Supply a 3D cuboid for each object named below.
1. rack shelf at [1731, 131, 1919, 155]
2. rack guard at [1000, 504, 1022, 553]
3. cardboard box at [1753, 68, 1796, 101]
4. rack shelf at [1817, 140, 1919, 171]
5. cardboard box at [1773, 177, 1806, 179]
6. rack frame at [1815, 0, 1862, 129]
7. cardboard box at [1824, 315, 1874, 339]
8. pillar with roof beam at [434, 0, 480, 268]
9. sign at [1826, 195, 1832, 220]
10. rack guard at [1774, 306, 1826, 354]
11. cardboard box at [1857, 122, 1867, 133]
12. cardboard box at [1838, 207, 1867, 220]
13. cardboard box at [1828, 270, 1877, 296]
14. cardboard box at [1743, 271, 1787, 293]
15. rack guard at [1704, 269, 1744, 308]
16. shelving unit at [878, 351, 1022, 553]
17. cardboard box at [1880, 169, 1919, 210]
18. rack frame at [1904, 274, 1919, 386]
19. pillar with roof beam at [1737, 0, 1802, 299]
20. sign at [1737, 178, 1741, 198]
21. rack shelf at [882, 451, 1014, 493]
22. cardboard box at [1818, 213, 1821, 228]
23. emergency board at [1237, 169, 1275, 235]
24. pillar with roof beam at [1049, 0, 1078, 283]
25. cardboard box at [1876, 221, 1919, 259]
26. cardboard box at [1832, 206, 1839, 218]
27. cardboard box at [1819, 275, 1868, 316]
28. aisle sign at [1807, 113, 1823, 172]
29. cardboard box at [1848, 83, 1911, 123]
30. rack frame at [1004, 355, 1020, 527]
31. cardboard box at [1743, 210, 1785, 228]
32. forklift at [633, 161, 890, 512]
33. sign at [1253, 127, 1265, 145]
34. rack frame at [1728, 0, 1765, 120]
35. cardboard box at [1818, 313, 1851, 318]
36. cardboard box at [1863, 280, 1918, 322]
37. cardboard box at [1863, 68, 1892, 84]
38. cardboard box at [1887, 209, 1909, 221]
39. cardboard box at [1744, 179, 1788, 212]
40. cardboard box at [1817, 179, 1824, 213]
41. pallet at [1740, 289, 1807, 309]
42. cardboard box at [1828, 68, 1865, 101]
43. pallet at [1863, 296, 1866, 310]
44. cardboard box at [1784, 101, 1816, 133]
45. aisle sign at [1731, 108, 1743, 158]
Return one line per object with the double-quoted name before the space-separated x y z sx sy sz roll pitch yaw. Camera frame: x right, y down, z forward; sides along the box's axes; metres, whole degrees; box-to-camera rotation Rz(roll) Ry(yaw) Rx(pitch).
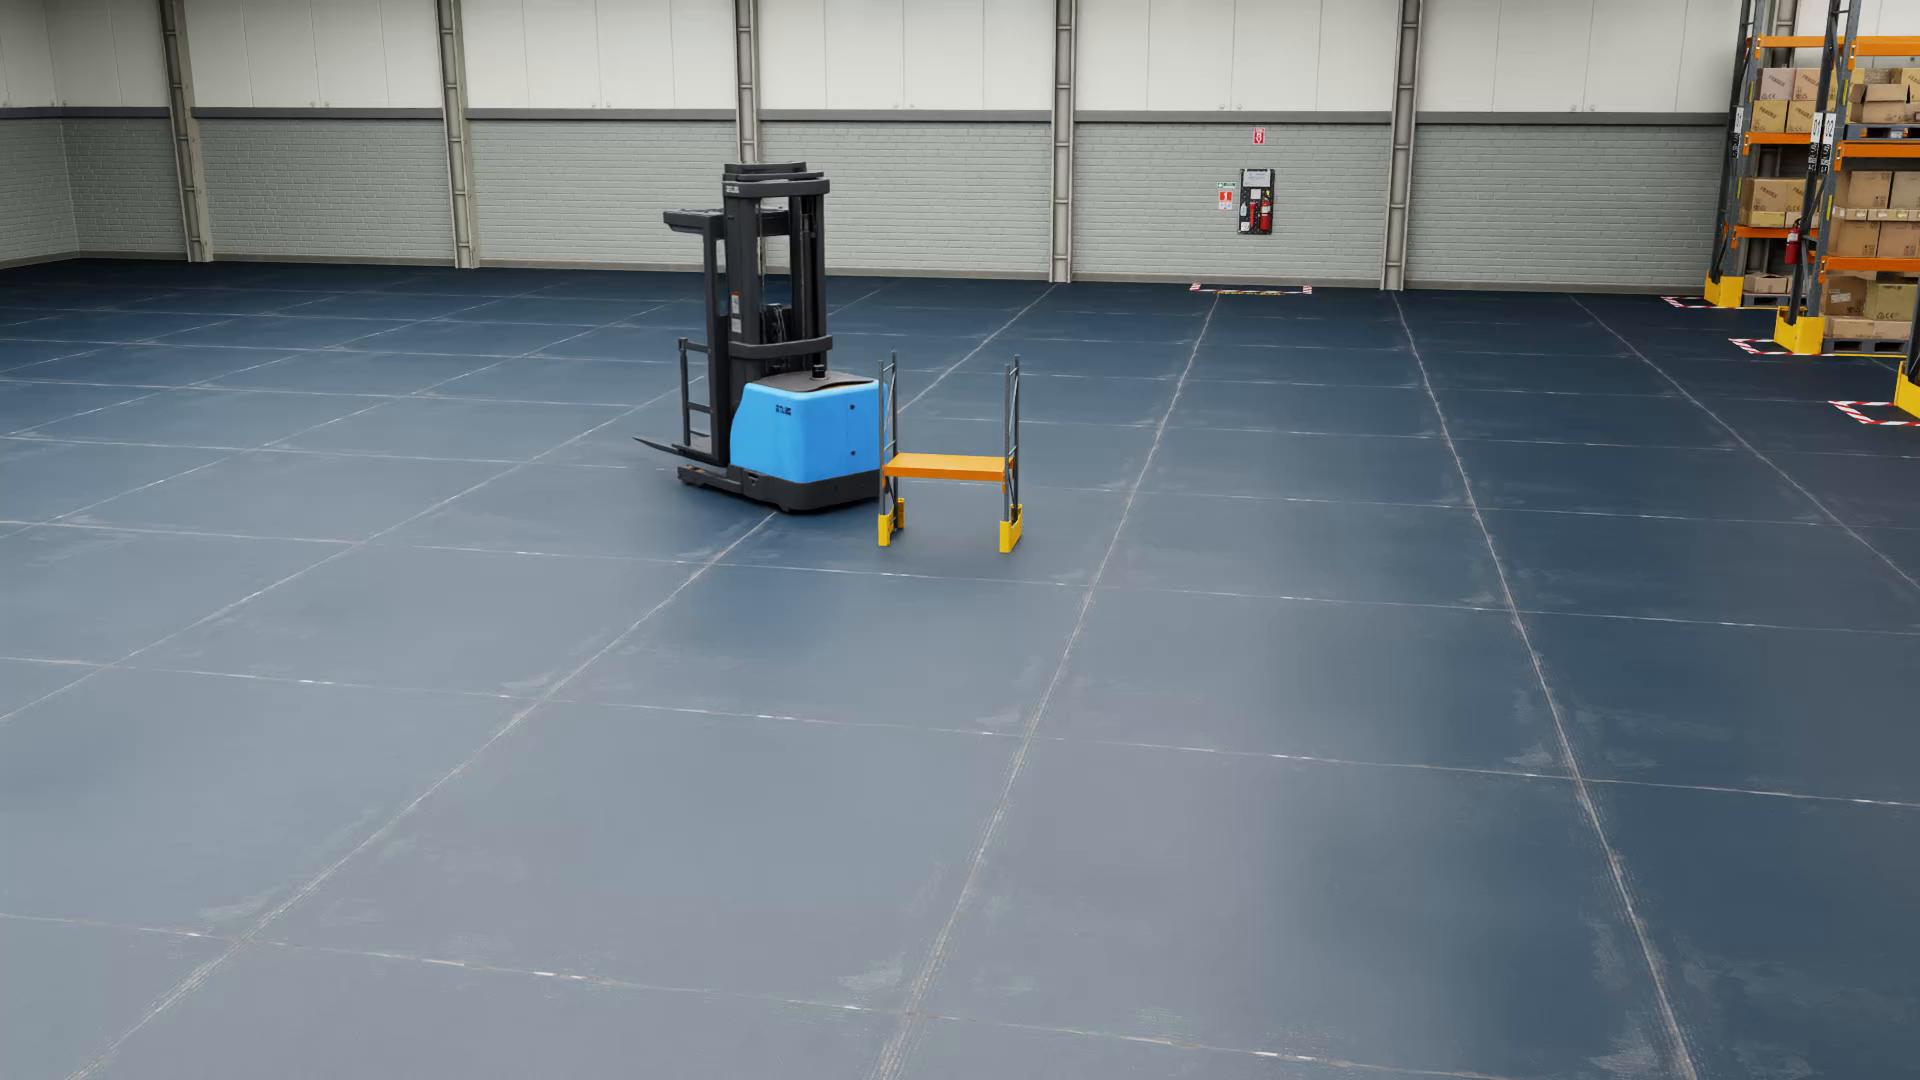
"rack shelf" 14.745 -6.445 26.996 4.000 0.370 1.077 3 16 11
"rack guard" 0.413 -0.098 13.507 0.087 0.250 0.587 3 16 11
"cardboard box" 13.115 -7.353 26.831 0.500 0.500 0.500 2 16 7
"rack shelf" 13.762 -5.149 22.317 4.000 0.370 1.077 3 16 11
"cardboard box" 13.781 -5.752 27.606 0.500 0.500 0.500 3 16 12
"rack frame" 11.802 -7.047 22.205 0.127 3.000 1.000 3 16 11
"cardboard box" 12.283 -2.947 23.004 0.500 0.250 0.500 3 16 11
"pillar with roof beam" -10.733 -8.683 28.110 0.400 9.000 9.100 3 16 11
"sign" 11.685 -4.467 22.357 0.005 0.325 0.100 3 16 11
"rack guard" 11.778 -2.953 23.344 0.348 0.500 1.175 3 16 11
"cardboard box" 14.621 -6.785 26.652 0.500 0.500 0.500 4 16 15
"cardboard box" 12.144 -4.440 22.627 0.250 0.149 0.380 3 16 11
"cardboard box" 14.713 -4.317 27.444 0.500 0.500 0.700 2 16 8
"cardboard box" 13.445 -4.308 27.767 0.500 0.311 0.500 1 16 5
"rack guard" 12.860 -4.243 28.004 0.348 0.500 1.175 3 16 11
"shelving unit" -0.075 -0.727 13.435 1.083 1.500 0.587 3 16 11
"cardboard box" 12.825 -4.772 22.611 0.500 0.500 0.700 3 16 10
"rack frame" 10.811 -2.861 18.329 0.127 3.000 1.000 3 16 11
"pillar with roof beam" 12.786 -7.406 23.501 0.400 9.000 9.100 3 16 11
"sign" 12.677 -5.727 27.057 0.005 0.325 0.100 3 16 11
"rack shelf" -0.084 -0.554 13.485 1.000 0.185 0.538 3 16 11
"cardboard box" 14.210 -5.228 27.119 0.500 0.250 0.500 3 16 10
"emergency board" 5.350 -6.102 30.030 0.643 1.169 0.194 3 16 11
"pillar with roof beam" 1.027 -8.045 25.805 0.400 9.000 9.100 3 16 11
"cardboard box" 12.772 -4.149 22.794 0.500 0.500 0.700 4 16 13
"cardboard box" 12.214 -4.546 23.012 0.250 0.149 0.380 3 16 10
"cardboard box" 12.387 -3.444 23.395 0.500 0.500 0.500 3 16 11
"aisle sign" 11.796 -5.489 22.949 0.004 0.787 0.394 3 16 11
"cardboard box" 12.364 -5.890 22.402 0.637 0.503 0.797 4 16 15
"rack frame" 0.415 -0.700 13.340 0.032 1.500 0.500 3 16 11
"cardboard box" 13.200 -5.280 27.308 0.500 0.250 0.500 3 16 9
"forklift" -1.985 -1.979 15.275 1.130 2.935 3.031 -14 20 -40
"sign" 5.362 -7.245 29.816 0.199 0.298 0.001 3 16 11
"rack frame" 12.785 -8.343 26.884 0.127 3.000 1.000 3 16 11
"cardboard box" 12.386 -3.082 23.493 0.500 0.250 0.500 3 16 11
"cardboard box" 12.773 -3.282 22.809 0.500 0.500 0.500 3 16 11
"cardboard box" 14.767 -7.396 26.985 0.500 0.500 0.500 3 16 11
"cardboard box" 12.647 -4.413 22.530 0.250 0.149 0.380 3 16 11
"cardboard box" 13.193 -5.647 27.226 0.500 0.500 0.500 3 16 11
"cardboard box" 14.181 -5.589 27.017 0.500 0.500 0.500 3 16 9
"pallet" 13.649 -4.052 27.853 1.213 0.211 1.003 3 16 11
"cardboard box" 14.100 -7.289 26.599 0.500 0.500 0.500 4 16 13
"pallet" 14.841 -3.986 27.616 1.213 0.211 1.003 3 16 11
"cardboard box" 13.582 -6.834 26.831 0.500 0.500 0.500 4 16 15
"aisle sign" 12.655 -6.630 27.068 0.004 0.787 0.394 3 16 11
